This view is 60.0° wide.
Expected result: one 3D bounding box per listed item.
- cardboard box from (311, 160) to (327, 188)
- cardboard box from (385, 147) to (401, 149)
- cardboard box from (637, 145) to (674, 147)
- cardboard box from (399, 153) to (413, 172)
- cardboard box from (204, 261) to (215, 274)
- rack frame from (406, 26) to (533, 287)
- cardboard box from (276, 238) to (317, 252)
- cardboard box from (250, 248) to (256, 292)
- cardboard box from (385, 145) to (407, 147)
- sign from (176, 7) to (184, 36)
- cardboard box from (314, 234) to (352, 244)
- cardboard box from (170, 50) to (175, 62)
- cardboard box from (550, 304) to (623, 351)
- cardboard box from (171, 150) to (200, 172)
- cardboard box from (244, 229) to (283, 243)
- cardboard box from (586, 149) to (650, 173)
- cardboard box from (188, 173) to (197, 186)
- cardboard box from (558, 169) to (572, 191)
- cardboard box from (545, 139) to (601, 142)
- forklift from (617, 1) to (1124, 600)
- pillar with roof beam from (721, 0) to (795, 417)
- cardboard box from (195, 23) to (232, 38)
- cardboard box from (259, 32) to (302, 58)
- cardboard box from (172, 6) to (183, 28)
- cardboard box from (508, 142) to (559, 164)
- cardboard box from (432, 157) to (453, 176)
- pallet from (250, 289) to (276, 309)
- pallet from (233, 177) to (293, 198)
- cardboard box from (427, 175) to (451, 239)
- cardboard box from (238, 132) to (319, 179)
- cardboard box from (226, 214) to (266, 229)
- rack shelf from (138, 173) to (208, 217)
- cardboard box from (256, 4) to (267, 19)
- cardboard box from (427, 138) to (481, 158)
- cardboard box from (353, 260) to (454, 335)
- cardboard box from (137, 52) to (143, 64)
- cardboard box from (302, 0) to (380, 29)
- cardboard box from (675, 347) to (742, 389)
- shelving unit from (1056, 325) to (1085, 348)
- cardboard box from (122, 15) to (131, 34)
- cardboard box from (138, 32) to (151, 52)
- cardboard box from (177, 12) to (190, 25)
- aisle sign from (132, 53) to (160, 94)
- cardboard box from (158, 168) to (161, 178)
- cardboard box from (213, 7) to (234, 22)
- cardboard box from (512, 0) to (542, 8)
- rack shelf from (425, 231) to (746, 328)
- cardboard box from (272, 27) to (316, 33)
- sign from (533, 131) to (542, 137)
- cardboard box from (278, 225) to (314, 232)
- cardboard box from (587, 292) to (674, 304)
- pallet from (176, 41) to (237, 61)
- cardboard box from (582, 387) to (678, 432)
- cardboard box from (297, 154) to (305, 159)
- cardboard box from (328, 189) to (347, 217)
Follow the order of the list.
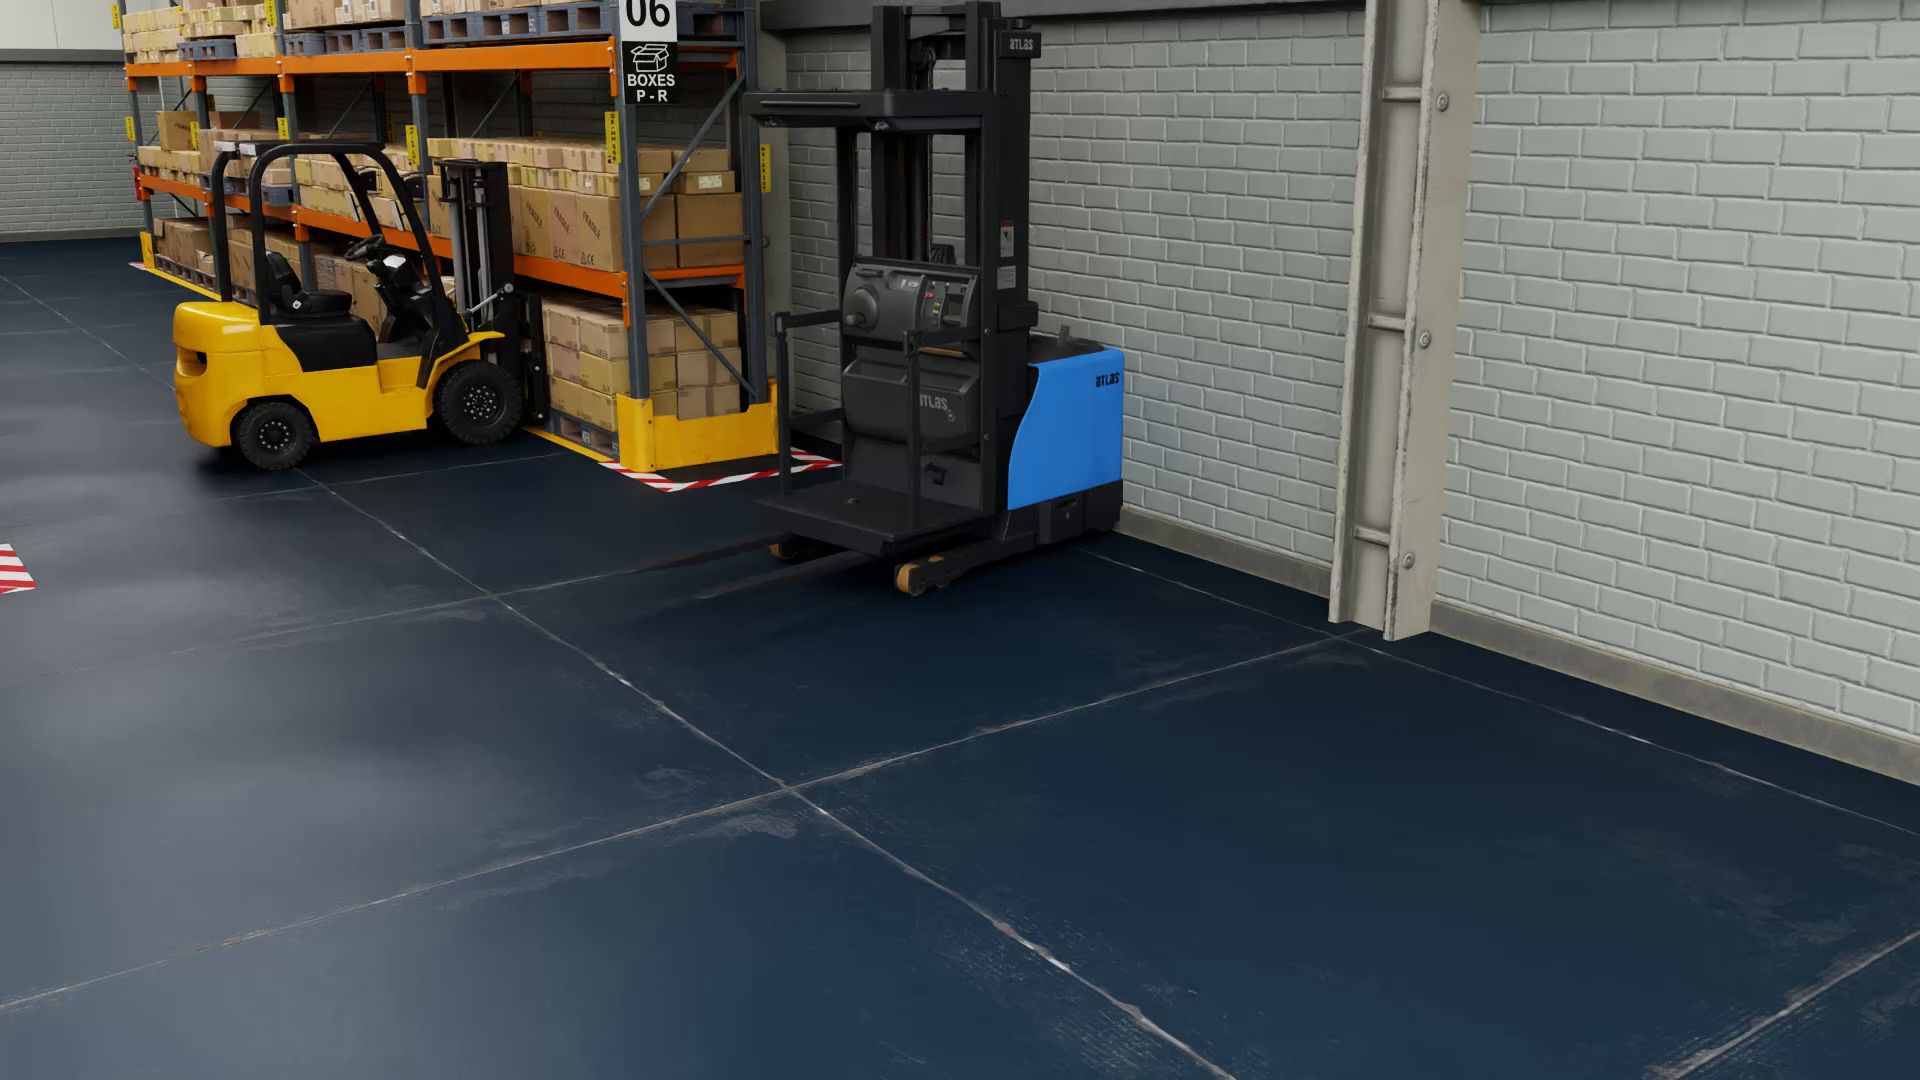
[{"bbox_3d":[-6.155,-3.665,16.623,0.500,0.250,0.500,-10,18,-33],"label":"cardboard box"},{"bbox_3d":[-5.564,-3.669,15.882,0.380,0.149,0.250,-11,19,-35],"label":"cardboard box"},{"bbox_3d":[-2.260,-2.808,12.172,0.380,0.149,0.250,-11,19,-34],"label":"cardboard box"},{"bbox_3d":[-4.707,-3.334,14.657,0.380,0.149,0.250,-11,19,-35],"label":"cardboard box"},{"bbox_3d":[-9.429,-3.491,21.255,0.380,0.149,0.250,-12,19,-36],"label":"cardboard box"},{"bbox_3d":[-4.160,-2.882,14.425,1.000,3.000,0.127,-11,19,-35],"label":"rack frame"},{"bbox_3d":[-7.431,-3.292,18.634,0.380,0.149,0.250,-10,18,-33],"label":"cardboard box"},{"bbox_3d":[-7.851,-3.118,19.226,0.500,0.500,0.500,-12,19,-37],"label":"cardboard box"},{"bbox_3d":[-5.519,-3.847,16.530,0.380,0.149,0.250,-11,19,-35],"label":"cardboard box"},{"bbox_3d":[-9.298,-6.201,19.888,0.100,0.325,0.005,-11,19,-35],"label":"sign"},{"bbox_3d":[-7.190,-3.428,19.130,0.380,0.149,0.250,-11,19,-36],"label":"cardboard box"},{"bbox_3d":[-9.747,-6.112,21.018,0.380,0.149,0.250,-11,19,-35],"label":"cardboard box"},{"bbox_3d":[-2.636,-1.545,12.057,0.500,0.250,0.500,-10,18,-34],"label":"cardboard box"},{"bbox_3d":[-9.950,-4.946,21.685,0.500,0.250,0.500,-11,19,-35],"label":"cardboard box"},{"bbox_3d":[-8.311,-3.626,19.852,0.380,0.149,0.250,-11,19,-35],"label":"cardboard box"},{"bbox_3d":[-2.360,-2.624,11.501,0.380,0.149,0.250,-11,19,-34],"label":"cardboard box"},{"bbox_3d":[-9.599,-4.602,21.185,0.380,0.149,0.250,-10,18,-33],"label":"cardboard box"},{"bbox_3d":[-2.653,-2.589,11.936,0.380,0.149,0.250,-11,19,-35],"label":"cardboard box"},{"bbox_3d":[-3.114,-3.149,13.417,0.380,0.149,0.250,-11,19,-35],"label":"cardboard box"},{"bbox_3d":[-0.414,-1.279,8.697,1.130,2.935,3.031,14,21,41],"label":"forklift"},{"bbox_3d":[-4.971,-4.542,9.125,9.100,9.000,0.400,-11,19,-35],"label":"pillar with roof beam"},{"bbox_3d":[-8.578,-5.875,19.167,0.380,0.149,0.250,-11,19,-34],"label":"cardboard box"},{"bbox_3d":[-7.010,-5.183,17.432,0.500,0.250,0.500,-12,19,-36],"label":"cardboard box"},{"bbox_3d":[-9.355,-6.420,20.442,0.500,0.250,0.500,-11,19,-34],"label":"cardboard box"},{"bbox_3d":[-3.230,-2.959,12.725,0.380,0.149,0.250,-11,19,-34],"label":"cardboard box"},{"bbox_3d":[-4.186,-3.134,13.928,0.380,0.149,0.250,-11,19,-35],"label":"cardboard box"},{"bbox_3d":[-7.634,-2.817,19.468,1.003,0.211,1.213,-11,19,-35],"label":"pallet"},{"bbox_3d":[-7.659,-4.058,19.085,1.003,0.211,1.213,-11,19,-35],"label":"pallet"},{"bbox_3d":[-4.110,-2.795,13.917,0.500,0.500,0.500,-12,19,-36],"label":"cardboard box"},{"bbox_3d":[-7.621,-4.309,18.645,0.797,0.503,0.637,-11,19,-36],"label":"cardboard box"},{"bbox_3d":[-8.677,-3.878,20.209,0.380,0.149,0.250,-12,19,-37],"label":"cardboard box"},{"bbox_3d":[-10.040,-4.671,22.321,1.077,0.370,4.000,-11,19,-35],"label":"rack shelf"},{"bbox_3d":[-7.220,-5.596,17.621,0.380,0.149,0.250,-12,19,-36],"label":"cardboard box"},{"bbox_3d":[-4.213,-3.273,13.870,0.380,0.149,0.250,-10,18,-33],"label":"cardboard box"},{"bbox_3d":[-5.370,-2.376,16.279,0.875,0.625,0.625,-12,19,-37],"label":"cardboard box"},{"bbox_3d":[-10.841,-6.488,22.391,0.380,0.149,0.250,-10,18,-33],"label":"cardboard box"},{"bbox_3d":[-5.906,-5.197,16.027,0.700,0.500,0.500,-11,19,-36],"label":"cardboard box"},{"bbox_3d":[-1.917,-1.278,12.030,0.500,0.250,0.500,-10,18,-34],"label":"cardboard box"},{"bbox_3d":[0.352,-0.728,9.979,0.538,1.125,1.048,11,4,-37],"label":"shelving unit"},{"bbox_3d":[-11.158,-7.070,22.817,0.500,0.250,0.500,-11,19,-35],"label":"cardboard box"},{"bbox_3d":[-10.570,-6.609,22.079,0.500,0.250,0.500,-12,19,-36],"label":"cardboard box"},{"bbox_3d":[-9.043,-6.178,19.714,0.380,0.149,0.250,-10,18,-33],"label":"cardboard box"},{"bbox_3d":[-11.494,-6.667,23.330,0.394,0.787,0.004,-11,19,-35],"label":"aisle sign"},{"bbox_3d":[-10.776,-5.049,22.818,0.380,0.149,0.250,-10,18,-33],"label":"cardboard box"},{"bbox_3d":[-8.090,-5.859,18.545,0.380,0.149,0.250,-11,19,-34],"label":"cardboard box"},{"bbox_3d":[-2.787,-4.065,11.889,0.700,0.500,0.500,-11,19,-34],"label":"cardboard box"},{"bbox_3d":[-2.984,-2.108,12.959,1.077,0.370,4.000,-11,19,-35],"label":"rack shelf"},{"bbox_3d":[-6.915,-5.341,17.257,0.380,0.149,0.250,-10,18,-33],"label":"cardboard box"},{"bbox_3d":[-3.712,-3.424,14.616,0.100,0.325,0.005,-11,19,-35],"label":"sign"},{"bbox_3d":[-8.106,-3.760,20.344,0.380,0.149,0.250,-11,19,-34],"label":"cardboard box"},{"bbox_3d":[-2.520,-1.733,12.746,0.500,0.250,0.500,-11,19,-35],"label":"cardboard box"},{"bbox_3d":[-8.537,-5.796,19.746,1.213,0.211,1.003,-11,19,-35],"label":"pallet"},{"bbox_3d":[-2.340,-0.956,11.799,0.500,0.250,0.500,-11,19,-34],"label":"cardboard box"},{"bbox_3d":[-6.563,-3.984,17.031,0.380,0.149,0.250,-10,18,-33],"label":"cardboard box"},{"bbox_3d":[-5.849,-3.314,16.287,0.500,0.250,0.500,-12,19,-36],"label":"cardboard box"}]
